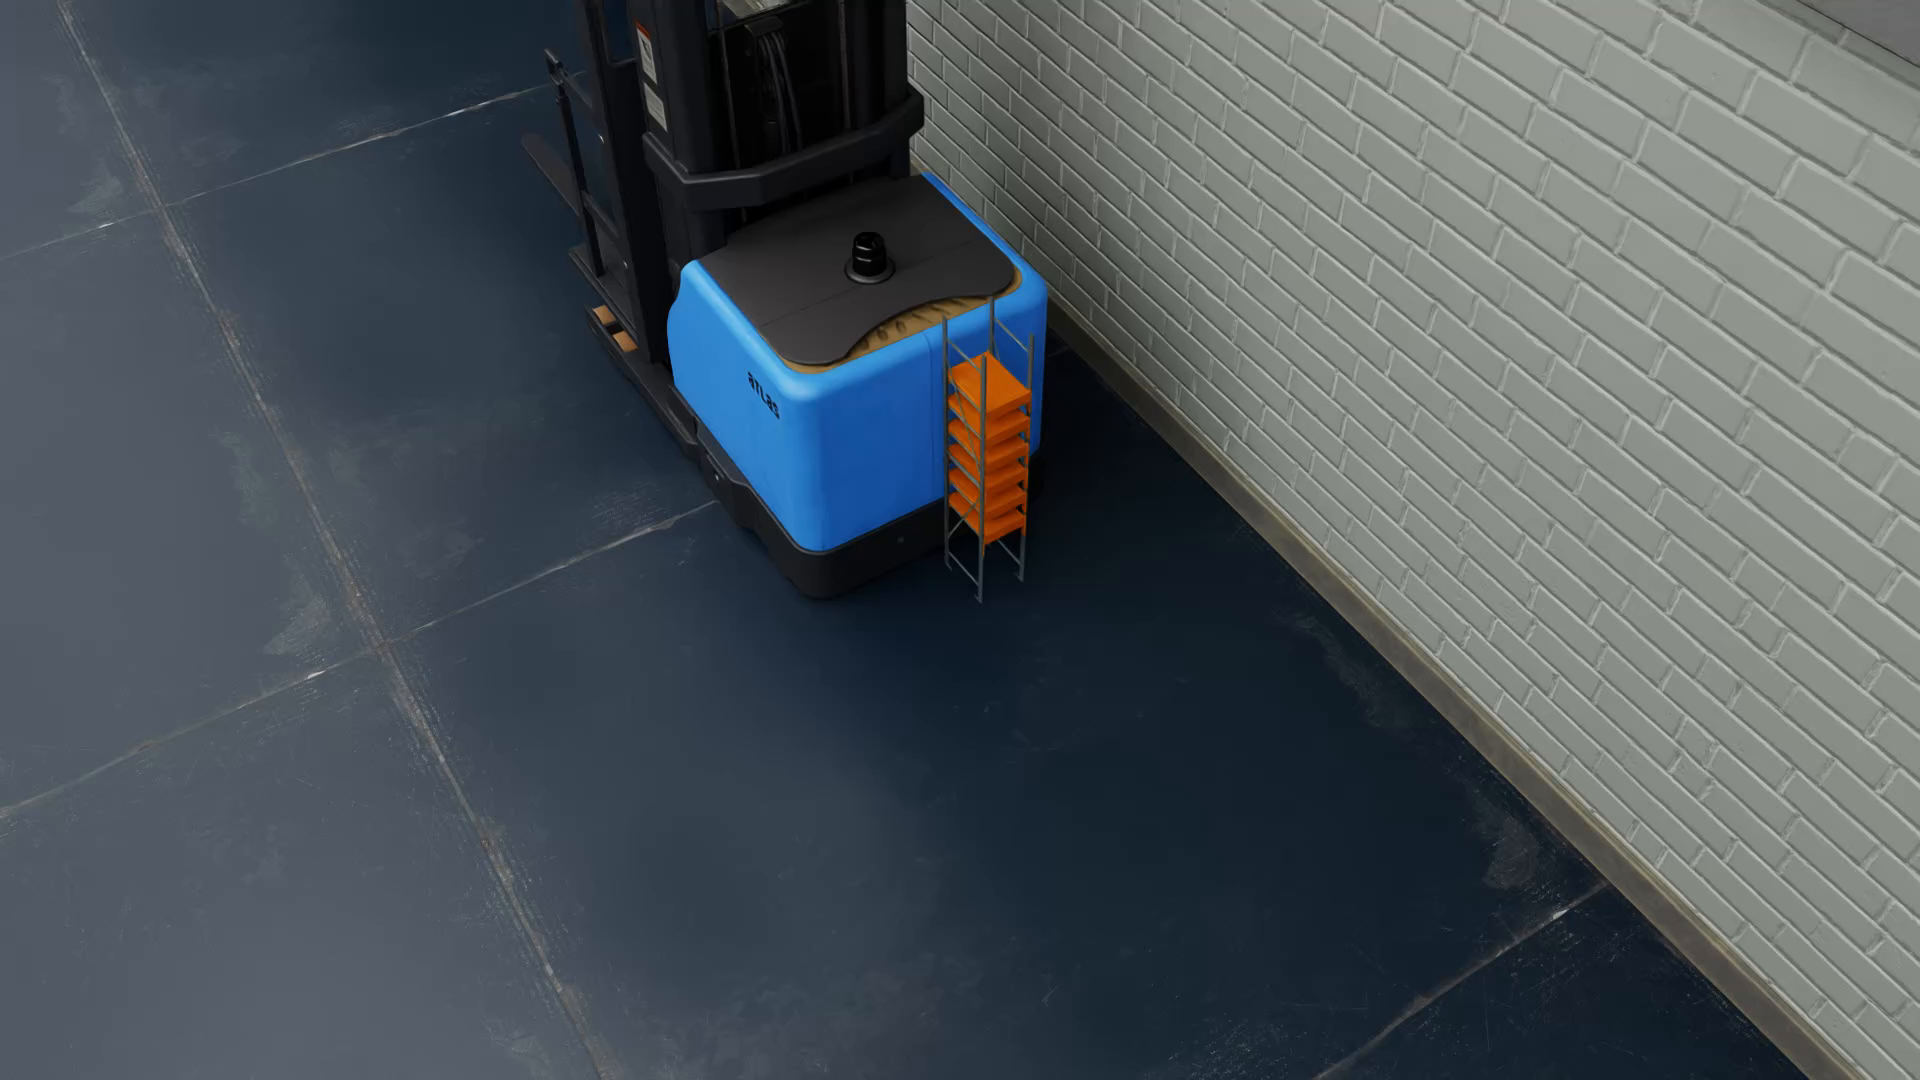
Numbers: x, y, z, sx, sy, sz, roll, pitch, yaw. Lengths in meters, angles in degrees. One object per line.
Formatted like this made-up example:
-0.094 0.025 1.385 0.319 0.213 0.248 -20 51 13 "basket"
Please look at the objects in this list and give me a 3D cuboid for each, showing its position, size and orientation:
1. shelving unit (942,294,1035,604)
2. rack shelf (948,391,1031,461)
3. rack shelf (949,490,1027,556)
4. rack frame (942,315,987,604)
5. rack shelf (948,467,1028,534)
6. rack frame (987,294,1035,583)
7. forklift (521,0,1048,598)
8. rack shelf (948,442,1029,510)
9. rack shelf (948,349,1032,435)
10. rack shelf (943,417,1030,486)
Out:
0.089 -0.279 5.695 0.189 1.200 0.258 -27 54 -22 "shelving unit"
0.089 -0.409 5.549 0.180 0.103 0.258 -27 54 -22 "rack shelf"
0.089 -0.089 5.907 0.180 0.103 0.258 -27 54 -22 "rack shelf"
0.013 -0.240 5.661 0.006 1.200 0.240 -27 54 -22 "rack frame"
0.089 -0.169 5.817 0.180 0.103 0.258 -27 54 -22 "rack shelf"
0.165 -0.317 5.729 0.006 1.200 0.240 -27 54 -22 "rack frame"
-0.905 -1.850 5.935 1.130 2.935 3.031 -26 53 -21 "forklift"
0.089 -0.249 5.728 0.180 0.103 0.258 -27 54 -22 "rack shelf"
0.089 -0.488 5.459 0.180 0.103 0.258 -27 54 -22 "rack shelf"
0.089 -0.329 5.638 0.180 0.103 0.258 -27 54 -22 "rack shelf"
